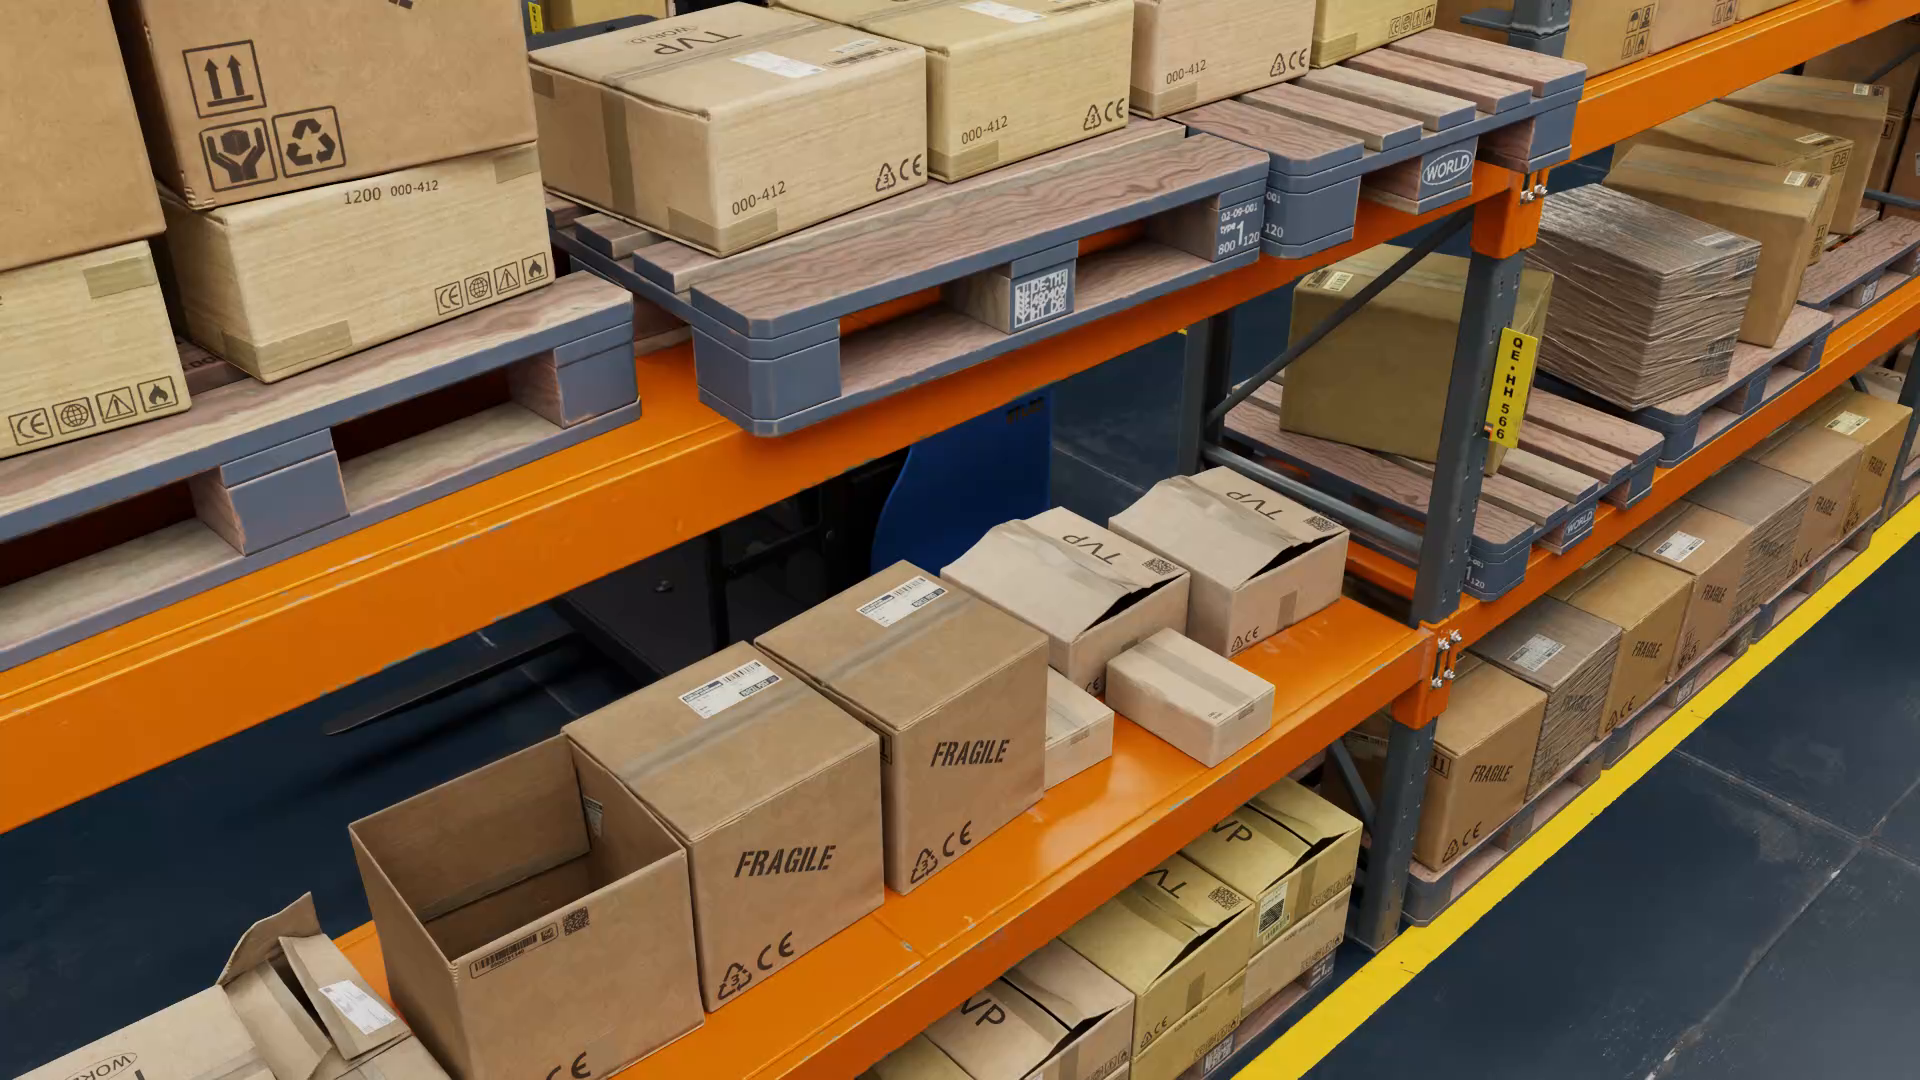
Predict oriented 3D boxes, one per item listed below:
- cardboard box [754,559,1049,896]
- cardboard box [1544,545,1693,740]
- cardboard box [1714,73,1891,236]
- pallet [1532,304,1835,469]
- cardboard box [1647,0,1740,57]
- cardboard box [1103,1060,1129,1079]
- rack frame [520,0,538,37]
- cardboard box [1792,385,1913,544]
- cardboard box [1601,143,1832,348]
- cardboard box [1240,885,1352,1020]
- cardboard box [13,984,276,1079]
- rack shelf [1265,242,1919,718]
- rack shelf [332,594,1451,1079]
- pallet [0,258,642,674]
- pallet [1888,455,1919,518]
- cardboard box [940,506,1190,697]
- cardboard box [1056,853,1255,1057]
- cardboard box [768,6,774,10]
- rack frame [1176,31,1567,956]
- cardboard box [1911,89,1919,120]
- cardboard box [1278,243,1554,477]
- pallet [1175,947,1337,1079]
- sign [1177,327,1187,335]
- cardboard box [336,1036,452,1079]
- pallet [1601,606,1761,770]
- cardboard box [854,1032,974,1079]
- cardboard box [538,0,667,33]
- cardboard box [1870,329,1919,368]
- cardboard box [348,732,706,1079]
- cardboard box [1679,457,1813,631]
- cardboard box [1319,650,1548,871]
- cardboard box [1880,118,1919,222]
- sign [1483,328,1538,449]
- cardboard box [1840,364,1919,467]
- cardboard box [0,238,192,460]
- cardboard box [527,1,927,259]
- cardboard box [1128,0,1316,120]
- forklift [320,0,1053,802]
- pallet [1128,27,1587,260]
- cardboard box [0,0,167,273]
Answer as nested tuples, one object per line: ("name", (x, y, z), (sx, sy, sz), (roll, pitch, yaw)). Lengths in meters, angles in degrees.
("cardboard box", (-0.138, 0.441, 4.058), (0.500, 0.500, 0.500), (27, 40, 36))
("cardboard box", (2.360, 0.345, 6.285), (0.500, 0.500, 0.500), (-26, 40, -36))
("cardboard box", (3.515, -1.676, 7.117), (0.700, 0.500, 0.500), (15, 35, 23))
("pallet", (2.504, -0.727, 6.248), (1.213, 0.211, 1.003), (-26, 40, -35))
("cardboard box", (1.752, -1.789, 4.829), (0.500, 0.500, 0.910), (-26, 40, -35))
("cardboard box", (0.115, 1.518, 4.626), (0.500, 0.250, 0.500), (-25, 39, -34))
("rack frame", (-2.290, -2.011, 8.164), (0.127, 3.000, 1.000), (-26, 40, -35))
("cardboard box", (3.847, -0.373, 7.459), (0.500, 0.500, 0.500), (-26, 40, -36))
("cardboard box", (2.761, -1.108, 6.188), (0.700, 0.500, 0.500), (18, 36, 27))
("cardboard box", (0.861, 1.156, 5.217), (0.500, 0.250, 0.500), (-25, 39, -34))
("cardboard box", (-1.521, 1.174, 3.099), (0.500, 0.250, 0.500), (-23, 38, -33))
("rack shelf", (2.548, -0.520, 6.415), (4.000, 0.370, 1.077), (-26, 40, -35))
("rack shelf", (-0.385, 0.899, 4.095), (4.000, 0.370, 1.077), (-26, 40, -35))
("pallet", (-1.214, -0.215, 2.534), (0.805, 0.209, 1.217), (27, 41, 37))
("pallet", (4.518, -0.590, 8.513), (1.213, 0.211, 1.003), (-26, 40, -35))
("cardboard box", (0.294, 0.163, 4.693), (0.500, 0.311, 0.500), (-26, 40, -36))
("cardboard box", (0.488, 1.104, 4.765), (0.500, 0.311, 0.500), (-27, 40, -36))
("cardboard box", (-1.005, -2.622, 8.762), (0.500, 0.500, 0.500), (-26, 40, -36))
("rack frame", (1.081, -0.118, 5.067), (0.127, 3.000, 1.000), (-26, 40, -35))
("cardboard box", (4.551, -2.065, 7.198), (0.500, 0.500, 0.500), (-25, 39, -34))
("cardboard box", (1.466, -0.606, 5.367), (0.700, 0.500, 0.500), (15, 35, 23))
("pallet", (0.451, 1.349, 5.342), (1.213, 0.211, 1.003), (-26, 40, -35))
("sign", (0.705, -0.782, 5.120), (0.005, 0.325, 0.100), (-26, 40, -35))
("cardboard box", (-1.063, 1.172, 3.199), (0.250, 0.149, 0.380), (-26, 40, -35))
("pallet", (2.549, 0.391, 6.908), (1.213, 0.211, 1.003), (-26, 40, -35))
("cardboard box", (-0.253, 1.459, 4.185), (0.500, 0.311, 0.500), (-25, 39, -34))
("cardboard box", (-1.760, -2.582, 7.978), (0.500, 0.250, 0.500), (-25, 39, -34))
("cardboard box", (4.789, -1.154, 8.917), (0.500, 0.311, 0.500), (-26, 40, -35))
("cardboard box", (-0.891, 0.805, 3.462), (0.500, 0.500, 0.500), (-23, 38, -32))
("cardboard box", (3.111, -0.023, 6.887), (0.500, 0.500, 0.500), (-25, 39, -35))
("cardboard box", (1.609, 0.709, 5.690), (0.500, 0.500, 0.500), (-24, 39, -34))
("cardboard box", (4.573, -1.656, 7.487), (0.500, 0.500, 0.500), (-25, 39, -34))
("sign", (1.461, -0.401, 4.420), (0.005, 0.325, 0.100), (-26, 40, -35))
("cardboard box", (4.469, -0.643, 8.082), (0.500, 0.311, 0.500), (-26, 40, -35))
("cardboard box", (-1.394, -0.309, 2.245), (0.500, 0.250, 0.500), (-21, 37, -31))
("cardboard box", (-0.408, -0.749, 2.965), (0.500, 0.250, 0.500), (25, 40, 35))
("cardboard box", (0.415, -1.137, 3.601), (0.500, 0.250, 0.500), (-25, 39, -34))
("forklift", (-1.028, -0.757, 6.178), (3.031, 2.935, 1.130), (-25, 39, -35))
("pallet", (0.644, -1.042, 3.884), (1.003, 0.211, 1.213), (-24, 39, -33))
("cardboard box", (-1.373, -0.617, 2.031), (0.500, 0.500, 0.500), (-25, 40, -35))
